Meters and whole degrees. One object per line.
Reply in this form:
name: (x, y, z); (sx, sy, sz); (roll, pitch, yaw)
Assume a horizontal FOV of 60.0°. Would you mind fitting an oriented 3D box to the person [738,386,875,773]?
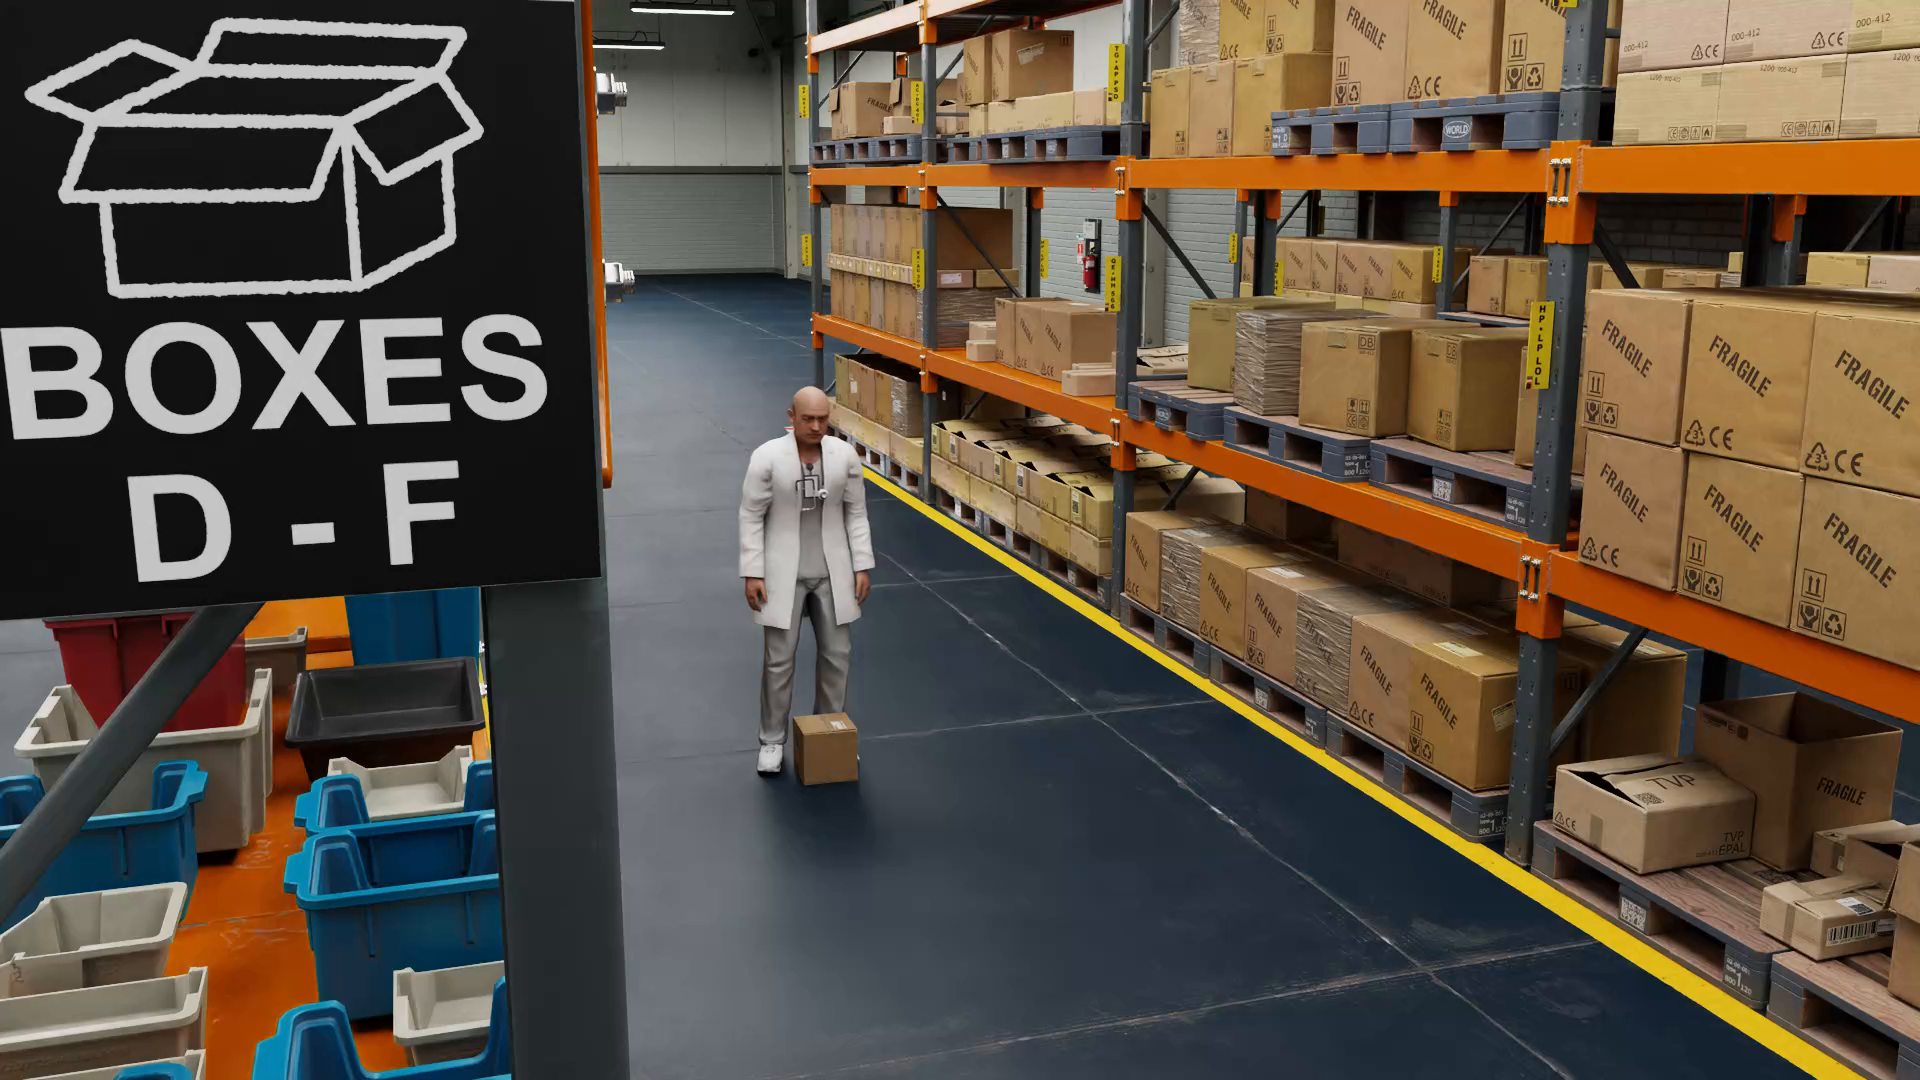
person: (-0.709, 0.168, 7.725); (0.642, 1.774, 0.420); (-4, 13, -18)
